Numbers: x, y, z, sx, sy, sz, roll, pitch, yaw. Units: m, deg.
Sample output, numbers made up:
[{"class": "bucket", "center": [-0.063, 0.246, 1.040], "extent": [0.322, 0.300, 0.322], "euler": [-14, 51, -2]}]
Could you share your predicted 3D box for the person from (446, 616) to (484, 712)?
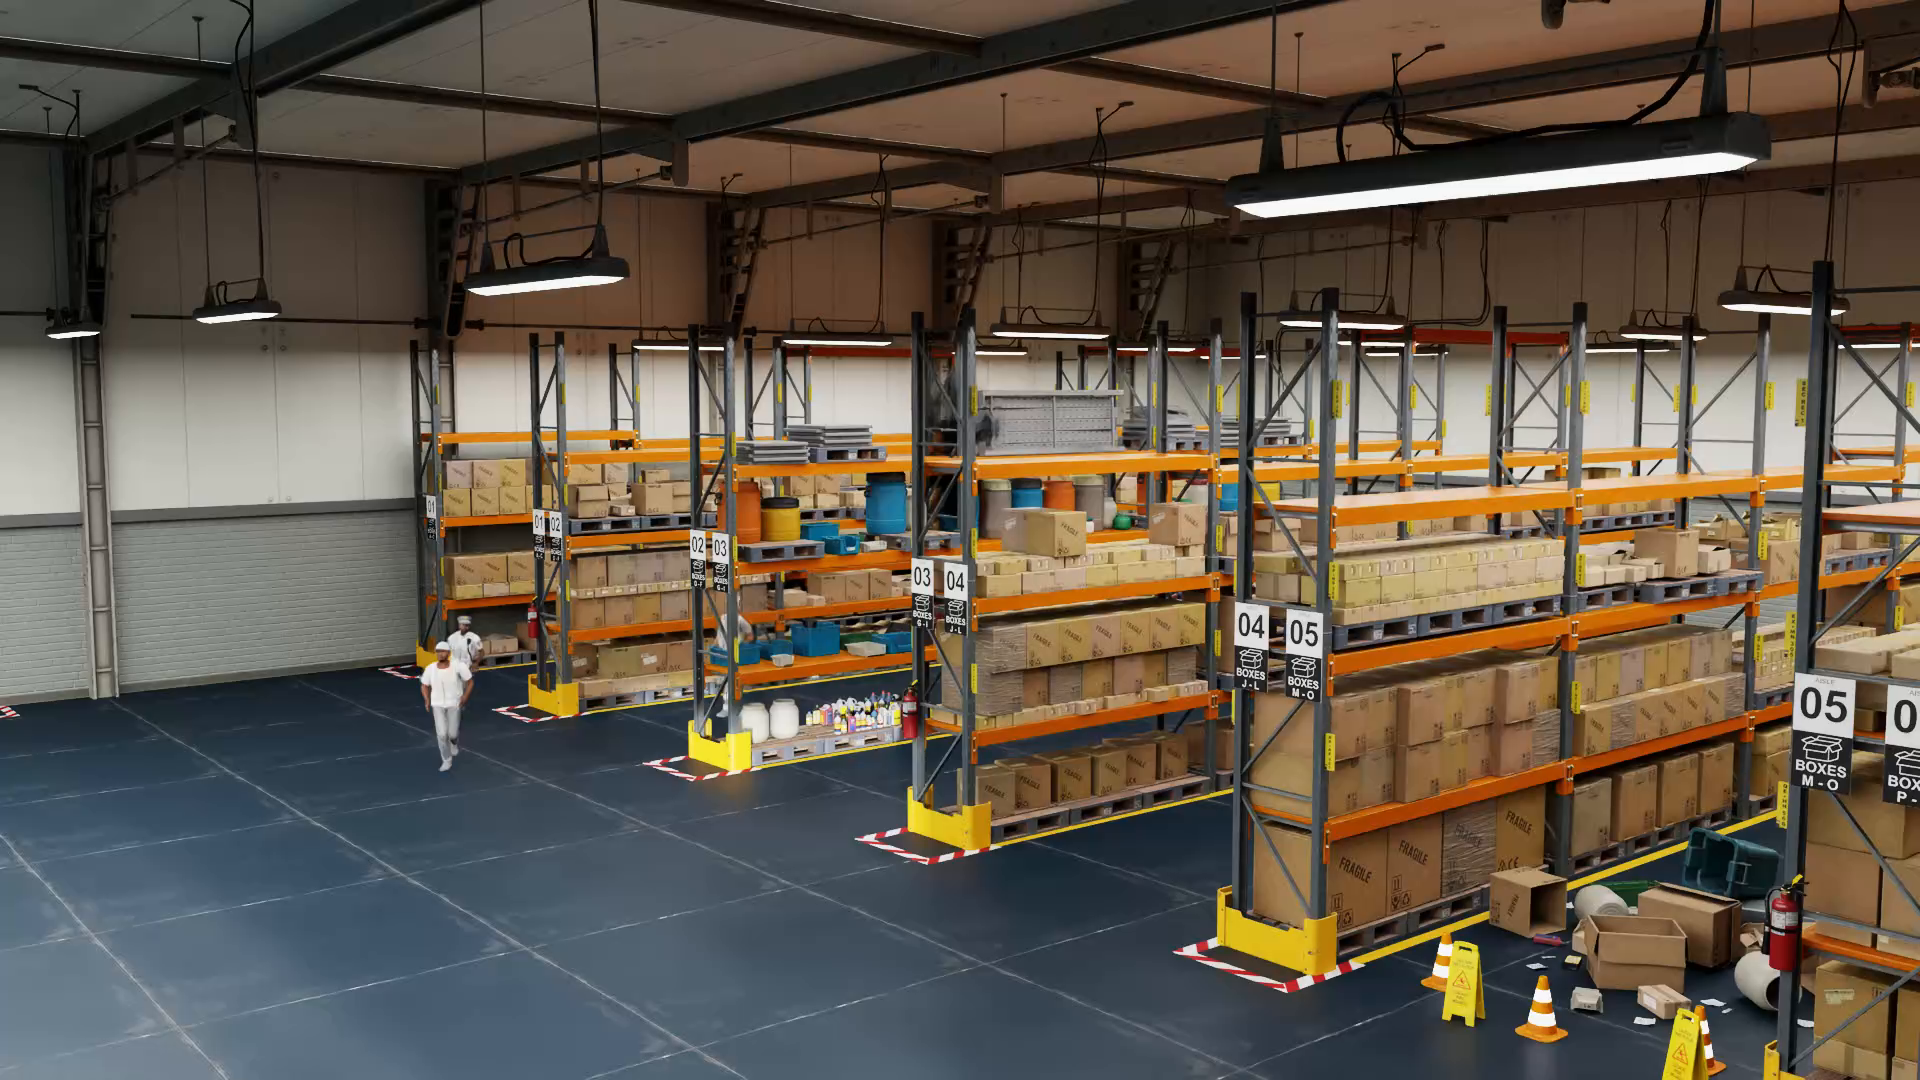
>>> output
[{"class": "person", "center": [-7.721, 1.980, 25.778], "extent": [0.627, 1.638, 0.515], "euler": [0, 5, 0]}]

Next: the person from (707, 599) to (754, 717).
[{"class": "person", "center": [-3.373, 1.720, 24.696], "extent": [0.656, 1.760, 0.704], "euler": [3, 6, 32]}]

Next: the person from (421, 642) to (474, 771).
[{"class": "person", "center": [-6.945, 2.229, 22.519], "extent": [0.693, 1.731, 0.561], "euler": [-1, 5, -7]}]
